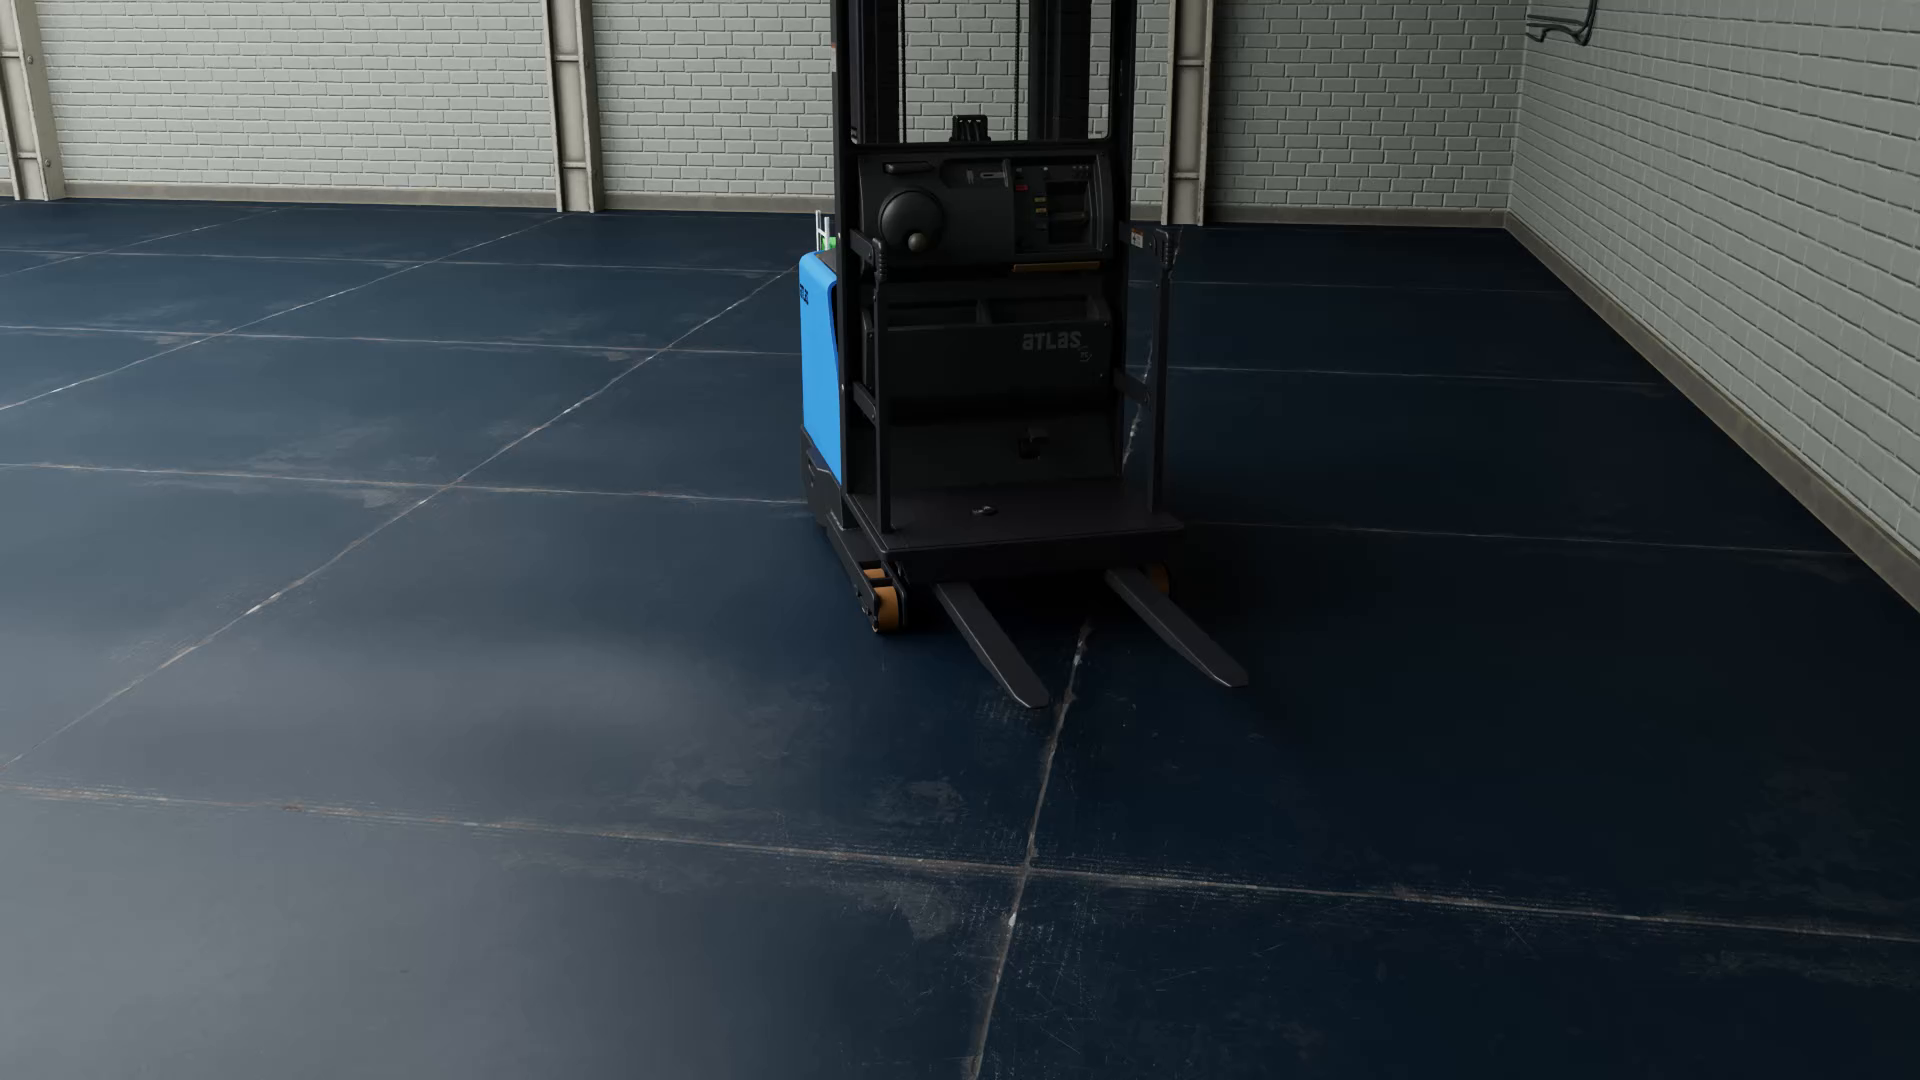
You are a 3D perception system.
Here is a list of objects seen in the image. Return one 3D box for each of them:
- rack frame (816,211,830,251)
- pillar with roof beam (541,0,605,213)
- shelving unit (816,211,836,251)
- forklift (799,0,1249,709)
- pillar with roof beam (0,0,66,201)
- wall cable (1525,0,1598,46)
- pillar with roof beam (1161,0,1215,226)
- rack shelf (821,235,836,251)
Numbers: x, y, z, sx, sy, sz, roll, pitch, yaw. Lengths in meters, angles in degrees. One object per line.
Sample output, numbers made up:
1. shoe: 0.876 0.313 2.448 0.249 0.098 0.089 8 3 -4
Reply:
1. rack frame: -0.603 -0.861 7.484 0.015 1.200 0.240 -5 19 -14
2. pillar with roof beam: -4.488 -6.234 11.252 0.400 9.000 9.100 3 19 9
3. shelving unit: -0.367 -0.880 7.542 0.503 1.200 0.258 -5 19 -14
4. forklift: 0.152 -1.198 5.763 1.130 2.935 3.031 -5 19 -13
5. pillar with roof beam: -10.412 -6.536 12.155 0.400 9.000 9.100 3 19 9
6. wall cable: 4.818 -5.245 13.192 0.112 2.526 3.097 3 19 9
7. pillar with roof beam: 1.436 -5.932 10.350 0.400 9.000 9.100 3 19 9
8. rack shelf: -0.367 -1.275 7.410 0.480 0.148 0.258 -5 19 -14
